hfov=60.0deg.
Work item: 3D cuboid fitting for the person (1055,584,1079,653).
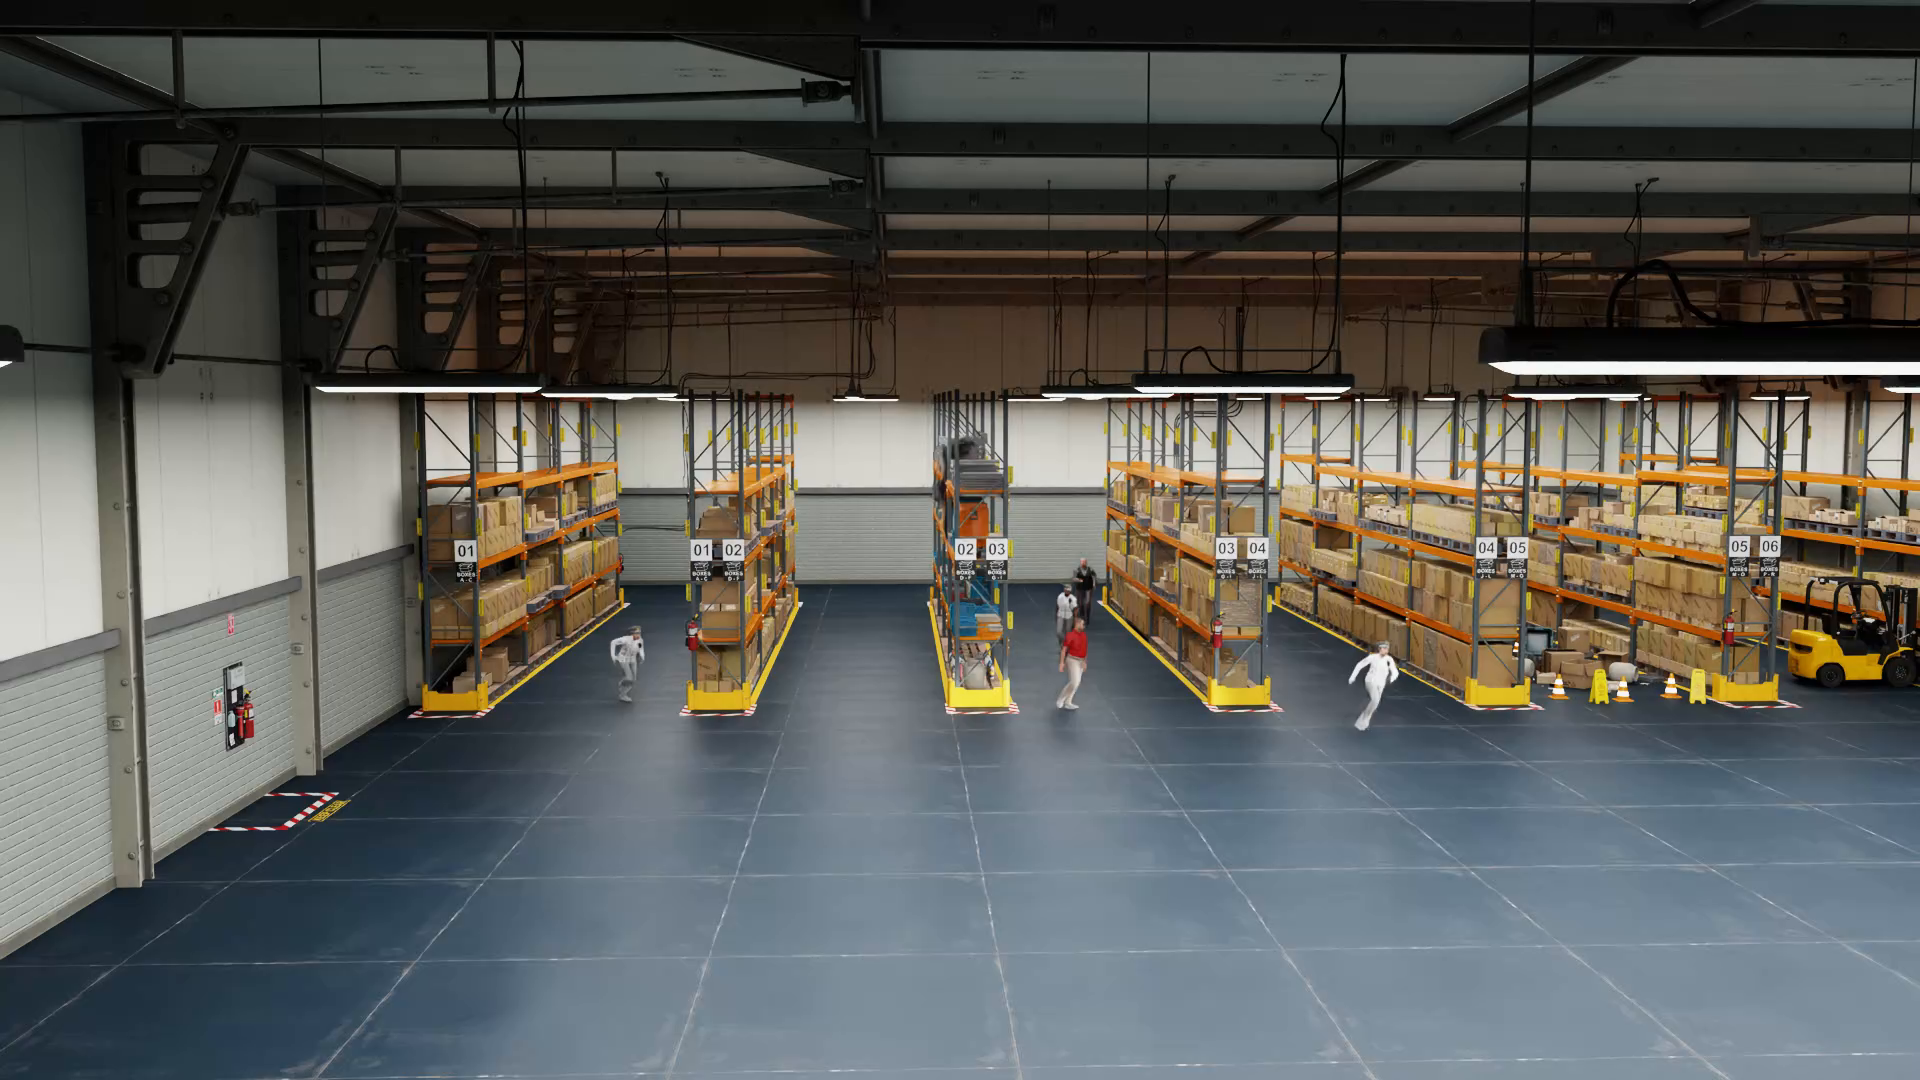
[{"bbox_3d":[2.446,1.798,38.178,0.560,1.597,0.742,0,5,6],"label":"person"}]

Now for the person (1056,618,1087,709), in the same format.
[{"bbox_3d":[2.121,2.314,31.158,0.491,1.707,0.653,4,6,38],"label":"person"}]

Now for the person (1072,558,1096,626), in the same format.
[{"bbox_3d":[3.231,1.342,43.267,0.627,1.774,0.832,0,5,5],"label":"person"}]

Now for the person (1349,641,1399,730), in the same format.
[{"bbox_3d":[7.336,2.559,29.245,0.755,1.593,0.660,-2,5,-21],"label":"person"}]

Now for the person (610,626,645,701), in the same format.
[{"bbox_3d":[-6.375,2.380,31.924,0.651,1.496,0.767,-4,6,-41],"label":"person"}]
